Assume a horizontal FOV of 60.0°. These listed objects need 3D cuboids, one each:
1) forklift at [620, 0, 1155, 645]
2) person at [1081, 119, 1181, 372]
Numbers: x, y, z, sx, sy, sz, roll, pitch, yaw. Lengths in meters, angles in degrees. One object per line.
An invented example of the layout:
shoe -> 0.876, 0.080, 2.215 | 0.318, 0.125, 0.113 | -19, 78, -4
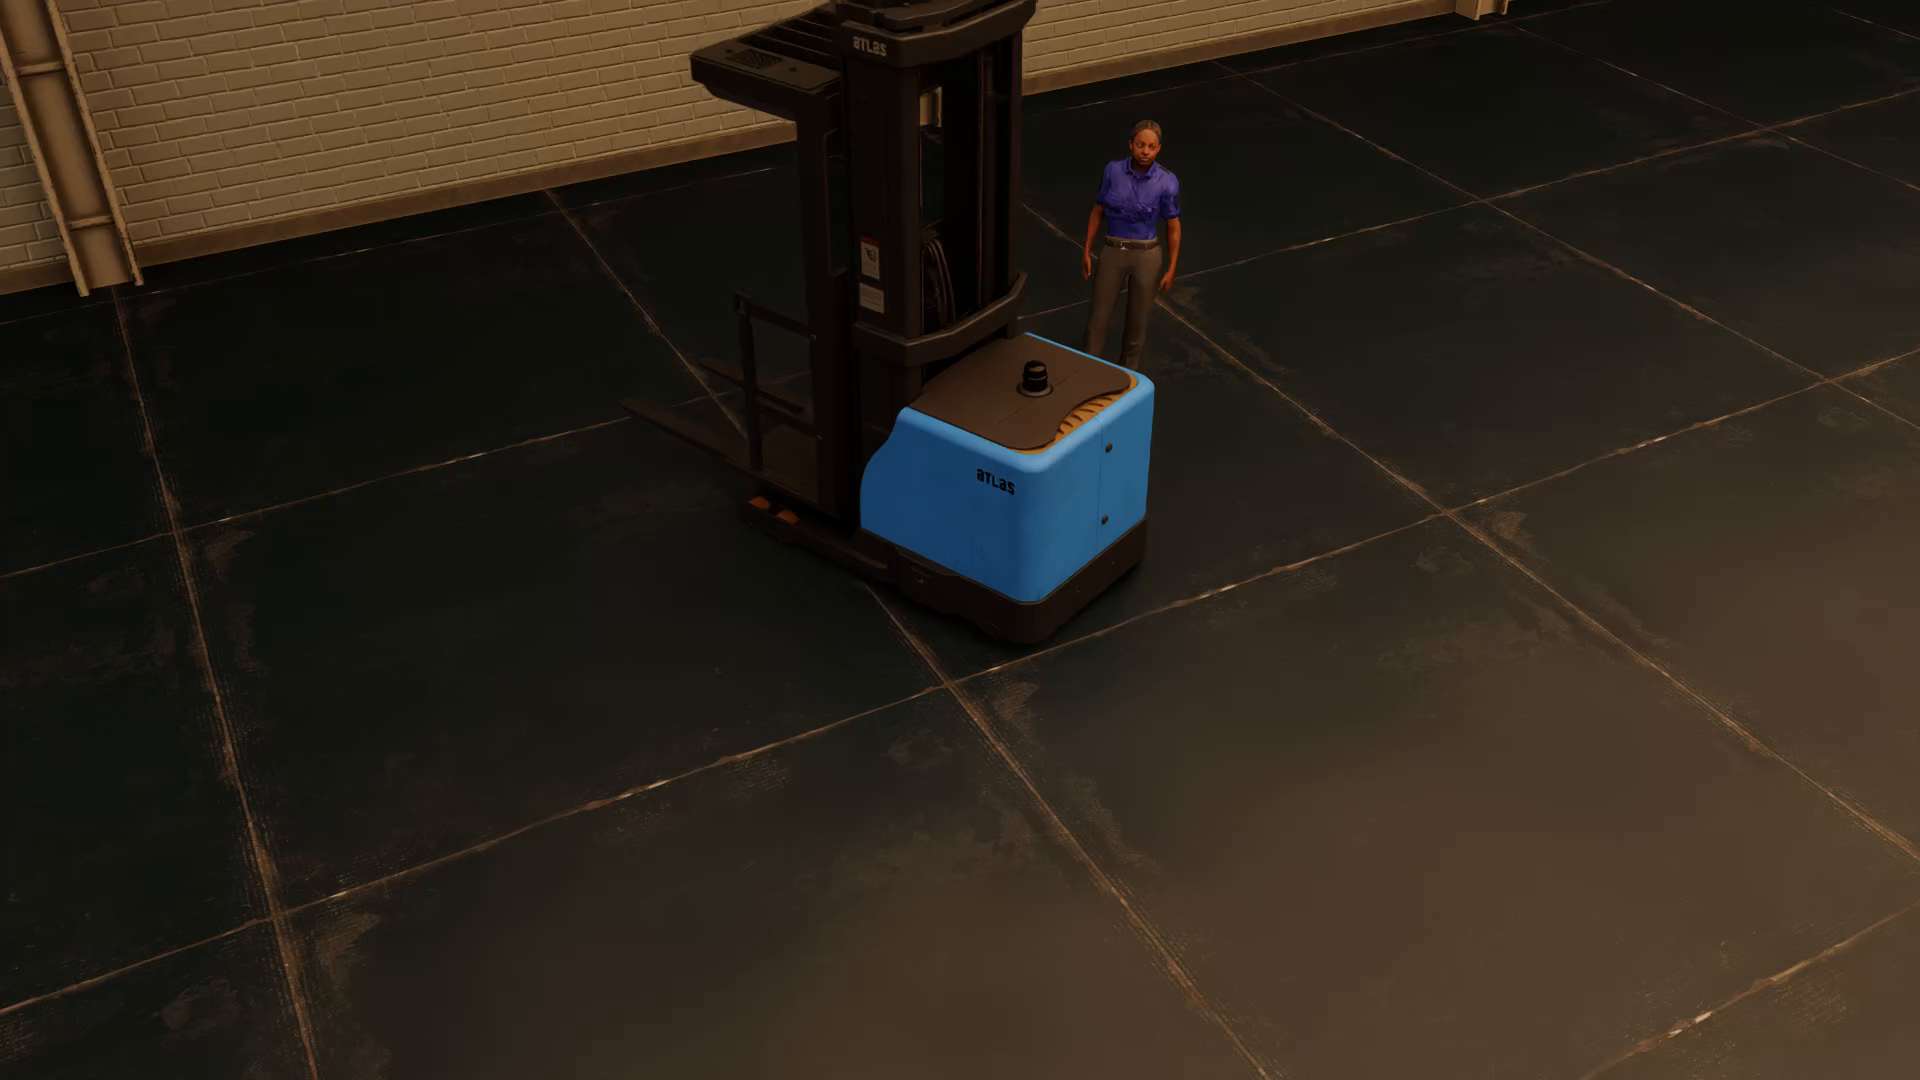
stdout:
forklift -> -0.528, -1.400, 8.103 | 3.031, 2.935, 1.130 | 25, 42, 30
person -> 0.928, -1.516, 9.382 | 0.570, 1.629, 0.504 | 9, 36, 13
